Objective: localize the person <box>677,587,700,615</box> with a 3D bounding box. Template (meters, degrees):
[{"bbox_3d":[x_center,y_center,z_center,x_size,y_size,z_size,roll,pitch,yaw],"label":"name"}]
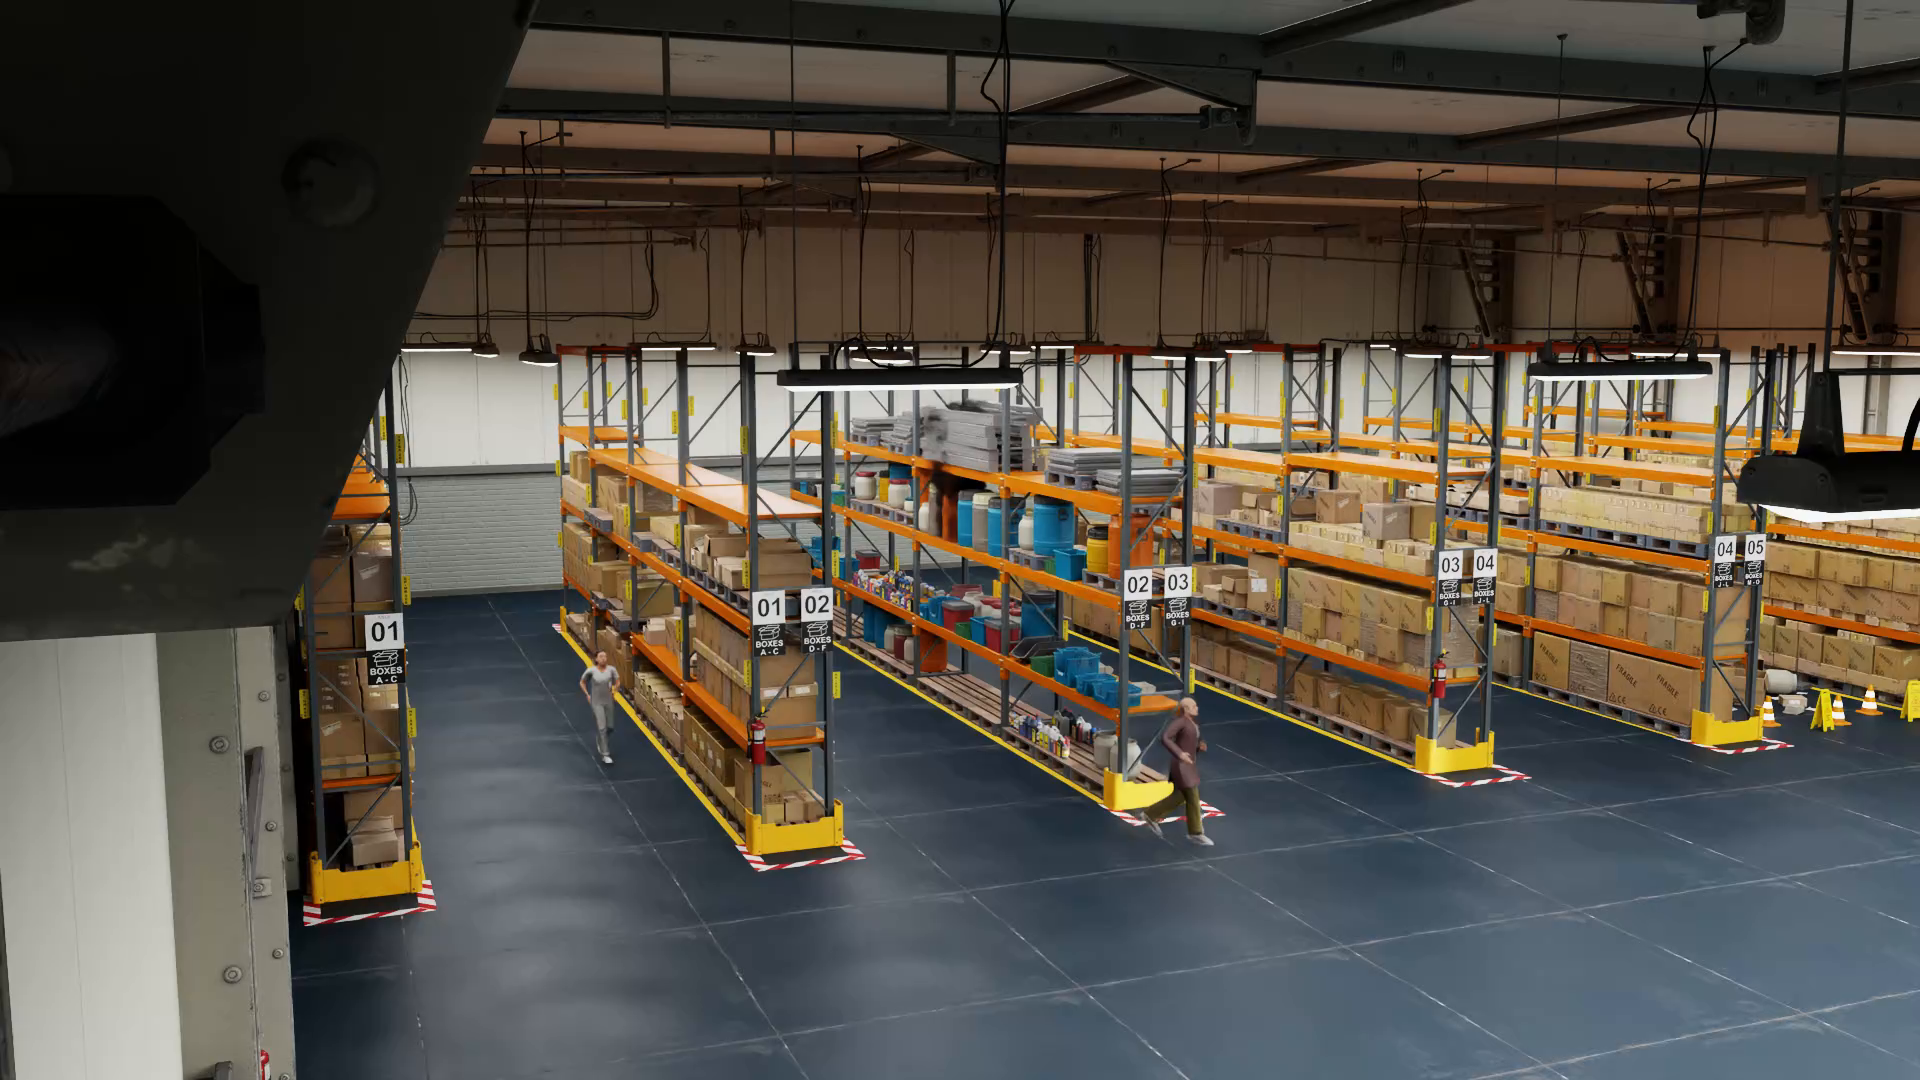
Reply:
[{"bbox_3d":[-5.731,1.032,34.861,0.651,1.760,0.916,-5,9,-35],"label":"person"}]

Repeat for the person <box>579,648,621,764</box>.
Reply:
[{"bbox_3d":[-5.265,2.408,24.451,0.586,1.650,0.803,-4,8,-29],"label":"person"}]

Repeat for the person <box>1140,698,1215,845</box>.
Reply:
[{"bbox_3d":[2.758,2.854,20.731,0.976,1.800,0.732,3,8,21],"label":"person"}]
